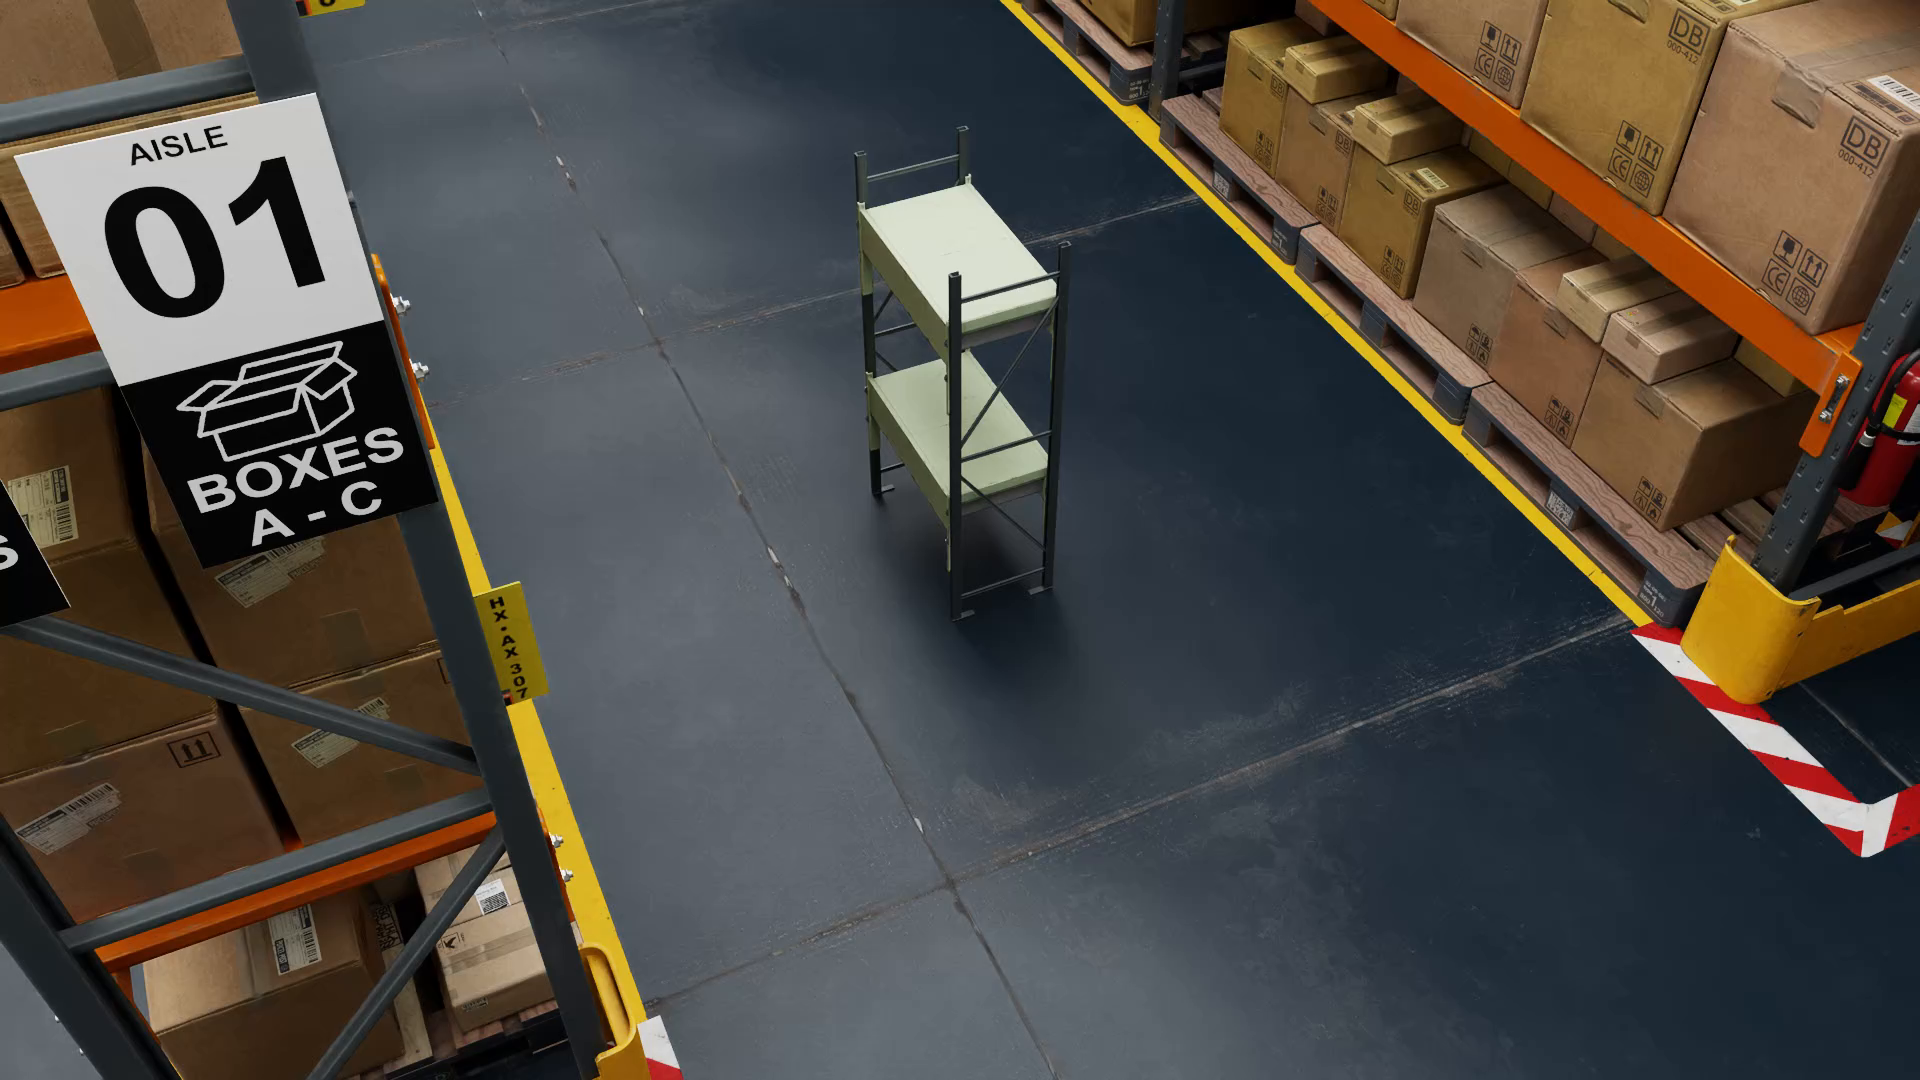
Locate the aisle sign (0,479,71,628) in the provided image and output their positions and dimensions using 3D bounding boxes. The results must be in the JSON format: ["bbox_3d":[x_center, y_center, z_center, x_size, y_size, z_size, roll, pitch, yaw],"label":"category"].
[{"bbox_3d":[-1.630,-0.113,2.378,0.394,0.787,0.004,-18,47,-17],"label":"aisle sign"}]

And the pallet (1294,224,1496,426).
[{"bbox_3d":[2.196,-1.057,7.171,1.003,0.211,1.213,-18,47,-17],"label":"pallet"}]

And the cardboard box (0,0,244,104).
[{"bbox_3d":[-1.360,-0.918,2.660,0.500,0.250,0.500,-18,47,-17],"label":"cardboard box"}]

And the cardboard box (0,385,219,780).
[{"bbox_3d":[-1.817,0.085,3.245,0.500,0.500,0.500,-18,48,-18],"label":"cardboard box"}]

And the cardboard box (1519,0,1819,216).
[{"bbox_3d":[2.573,-1.676,5.599,0.980,0.700,0.700,-18,48,-18],"label":"cardboard box"}]

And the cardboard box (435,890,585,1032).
[{"bbox_3d":[-1.245,1.169,4.647,0.380,0.149,0.250,-18,47,-17],"label":"cardboard box"}]

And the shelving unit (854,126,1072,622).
[{"bbox_3d":[-0.003,-0.538,5.728,0.431,1.500,0.755,-18,47,-17],"label":"shelving unit"}]

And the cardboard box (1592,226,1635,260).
[{"bbox_3d":[2.643,-1.155,6.304,0.380,0.149,0.250,-18,47,-17],"label":"cardboard box"}]

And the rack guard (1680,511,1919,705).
[{"bbox_3d":[3.123,0.118,5.774,1.175,0.500,0.348,-18,47,-17],"label":"rack guard"}]

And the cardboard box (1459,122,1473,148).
[{"bbox_3d":[2.211,-1.806,6.964,0.380,0.149,0.250,-18,47,-17],"label":"cardboard box"}]

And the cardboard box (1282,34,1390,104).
[{"bbox_3d":[1.631,-2.047,7.208,0.380,0.149,0.250,-17,47,-16],"label":"cardboard box"}]

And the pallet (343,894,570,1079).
[{"bbox_3d":[-1.748,1.115,4.970,1.003,0.211,1.213,-18,47,-17],"label":"pallet"}]

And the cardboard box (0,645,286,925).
[{"bbox_3d":[-1.816,0.438,3.599,0.500,0.500,0.500,-17,47,-16],"label":"cardboard box"}]

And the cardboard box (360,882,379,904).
[{"bbox_3d":[-1.921,0.972,4.833,0.380,0.166,0.250,-18,47,-17],"label":"cardboard box"}]

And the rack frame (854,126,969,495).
[{"bbox_3d":[-0.157,-0.771,5.964,0.400,1.500,0.023,-18,47,-17],"label":"rack frame"}]

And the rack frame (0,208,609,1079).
[{"bbox_3d":[-1.380,0.679,3.427,1.000,3.000,0.127,-18,47,-17],"label":"rack frame"}]

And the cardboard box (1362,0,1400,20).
[{"bbox_3d":[1.946,-2.625,6.561,0.980,0.700,0.700,-19,48,-18],"label":"cardboard box"}]

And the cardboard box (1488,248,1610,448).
[{"bbox_3d":[2.517,-0.782,6.387,0.700,0.500,0.500,-18,47,-18],"label":"cardboard box"}]

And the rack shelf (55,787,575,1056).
[{"bbox_3d":[-2.221,-0.340,4.971,1.077,0.370,4.000,-18,47,-17],"label":"rack shelf"}]

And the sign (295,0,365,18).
[{"bbox_3d":[-0.888,-0.861,2.229,0.100,0.325,0.005,-18,47,-17],"label":"sign"}]

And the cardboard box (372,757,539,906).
[{"bbox_3d":[-1.562,0.752,4.997,0.500,0.250,0.500,-18,47,-17],"label":"cardboard box"}]

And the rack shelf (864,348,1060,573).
[{"bbox_3d":[-0.003,-0.306,5.957,0.431,0.370,0.720,-18,47,-17],"label":"rack shelf"}]

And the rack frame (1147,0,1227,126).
[{"bbox_3d":[1.431,-3.336,7.495,1.000,3.000,0.127,-18,47,-17],"label":"rack frame"}]

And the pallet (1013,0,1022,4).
[{"bbox_3d":[0.521,-3.591,9.739,1.003,0.211,1.213,-18,47,-17],"label":"pallet"}]

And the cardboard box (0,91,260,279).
[{"bbox_3d":[-1.366,-0.738,2.834,0.500,0.250,0.500,-18,47,-17],"label":"cardboard box"}]

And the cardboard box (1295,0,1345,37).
[{"bbox_3d":[1.771,-2.470,7.637,0.380,0.149,0.250,-18,47,-18],"label":"cardboard box"}]

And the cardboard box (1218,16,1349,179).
[{"bbox_3d":[1.652,-2.089,7.712,0.700,0.500,0.500,-17,47,-17],"label":"cardboard box"}]

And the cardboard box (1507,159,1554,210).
[{"bbox_3d":[2.427,-1.481,6.634,0.380,0.149,0.250,-18,47,-17],"label":"cardboard box"}]

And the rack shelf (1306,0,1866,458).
[{"bbox_3d":[2.272,-1.805,6.456,1.077,0.370,4.000,-18,47,-17],"label":"rack shelf"}]

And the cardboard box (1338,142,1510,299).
[{"bbox_3d":[2.074,-1.440,7.054,0.700,0.500,0.500,-17,47,-16],"label":"cardboard box"}]

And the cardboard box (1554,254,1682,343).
[{"bbox_3d":[2.400,-0.884,6.030,0.380,0.149,0.250,-17,47,-16],"label":"cardboard box"}]
